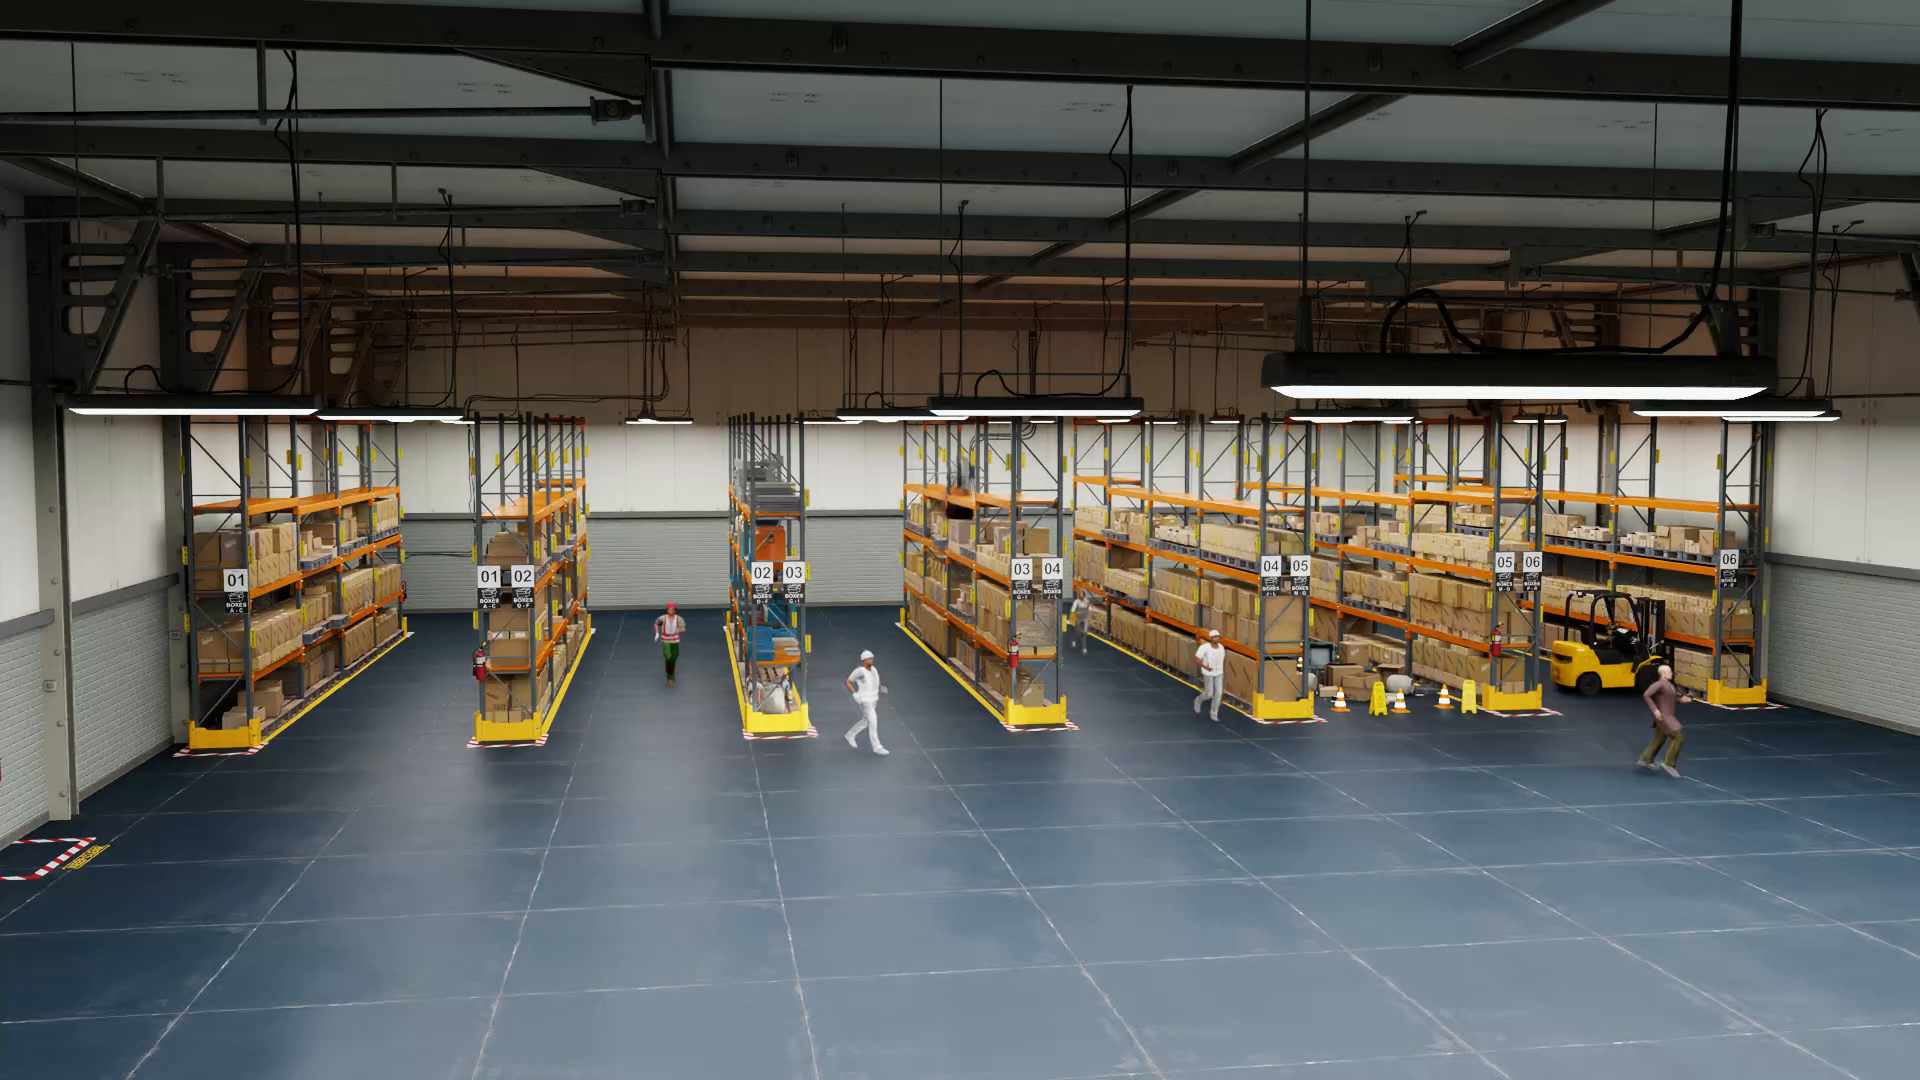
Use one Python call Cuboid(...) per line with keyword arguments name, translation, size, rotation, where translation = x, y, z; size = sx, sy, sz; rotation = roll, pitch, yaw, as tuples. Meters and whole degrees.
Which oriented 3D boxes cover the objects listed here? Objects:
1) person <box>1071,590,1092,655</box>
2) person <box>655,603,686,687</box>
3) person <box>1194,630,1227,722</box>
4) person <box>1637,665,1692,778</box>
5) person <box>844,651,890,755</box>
Cuboid(name="person", translation=(3.079, 2.104, 42.183), size=(0.551, 1.515, 0.882), rotation=(0, 4, -7))
Cuboid(name="person", translation=(-6.435, 2.309, 36.993), size=(0.643, 1.844, 0.876), rotation=(-2, 4, -22))
Cuboid(name="person", translation=(4.950, 2.649, 32.661), size=(0.721, 1.774, 0.778), rotation=(-2, 4, -23))
Cuboid(name="person", translation=(11.585, 2.979, 27.352), size=(0.825, 1.842, 0.668), rotation=(2, 4, 30))
Cuboid(name="person", translation=(-1.635, 2.829, 29.149), size=(0.972, 1.782, 0.696), rotation=(2, 4, 27))
